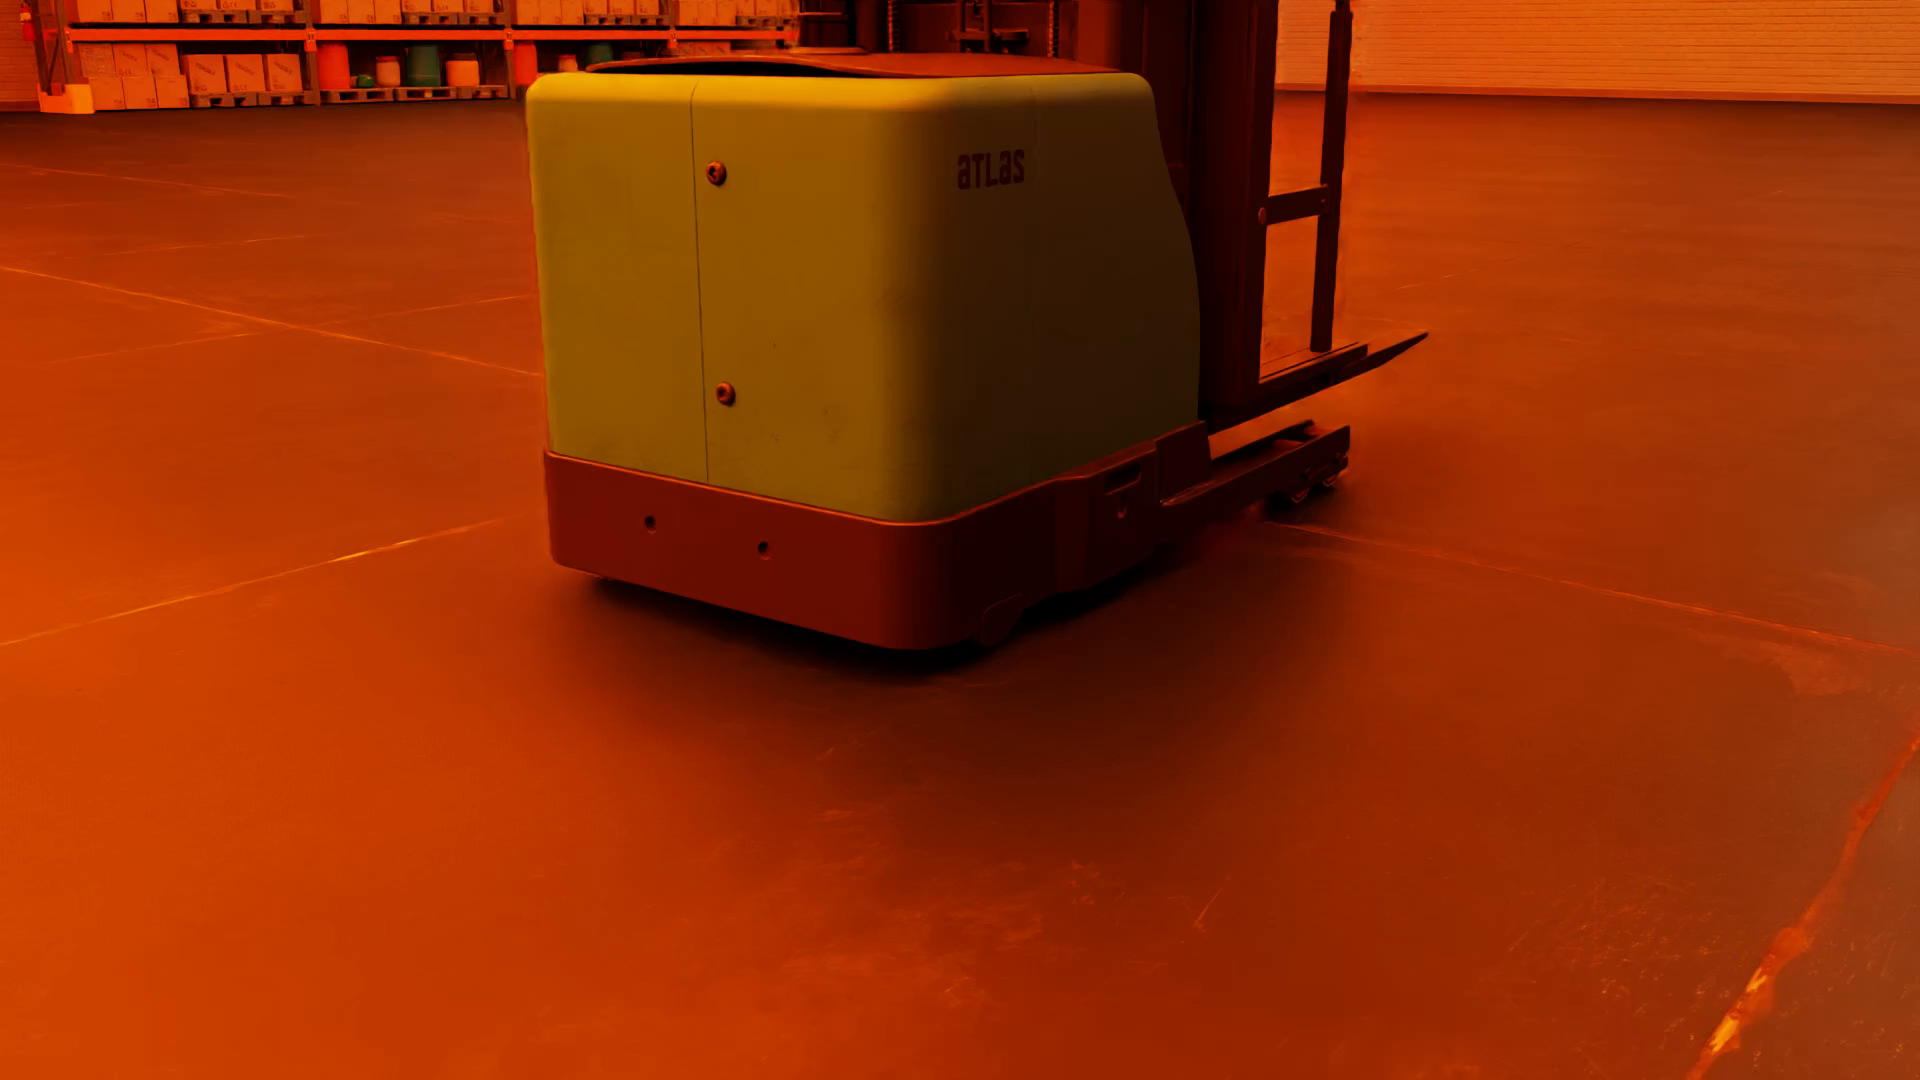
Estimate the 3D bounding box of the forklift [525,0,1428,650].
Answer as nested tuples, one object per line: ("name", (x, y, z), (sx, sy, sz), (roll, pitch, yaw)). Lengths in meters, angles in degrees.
("forklift", (0.379, -1.567, 4.058), (1.130, 2.935, 3.031), (12, 20, 33))
